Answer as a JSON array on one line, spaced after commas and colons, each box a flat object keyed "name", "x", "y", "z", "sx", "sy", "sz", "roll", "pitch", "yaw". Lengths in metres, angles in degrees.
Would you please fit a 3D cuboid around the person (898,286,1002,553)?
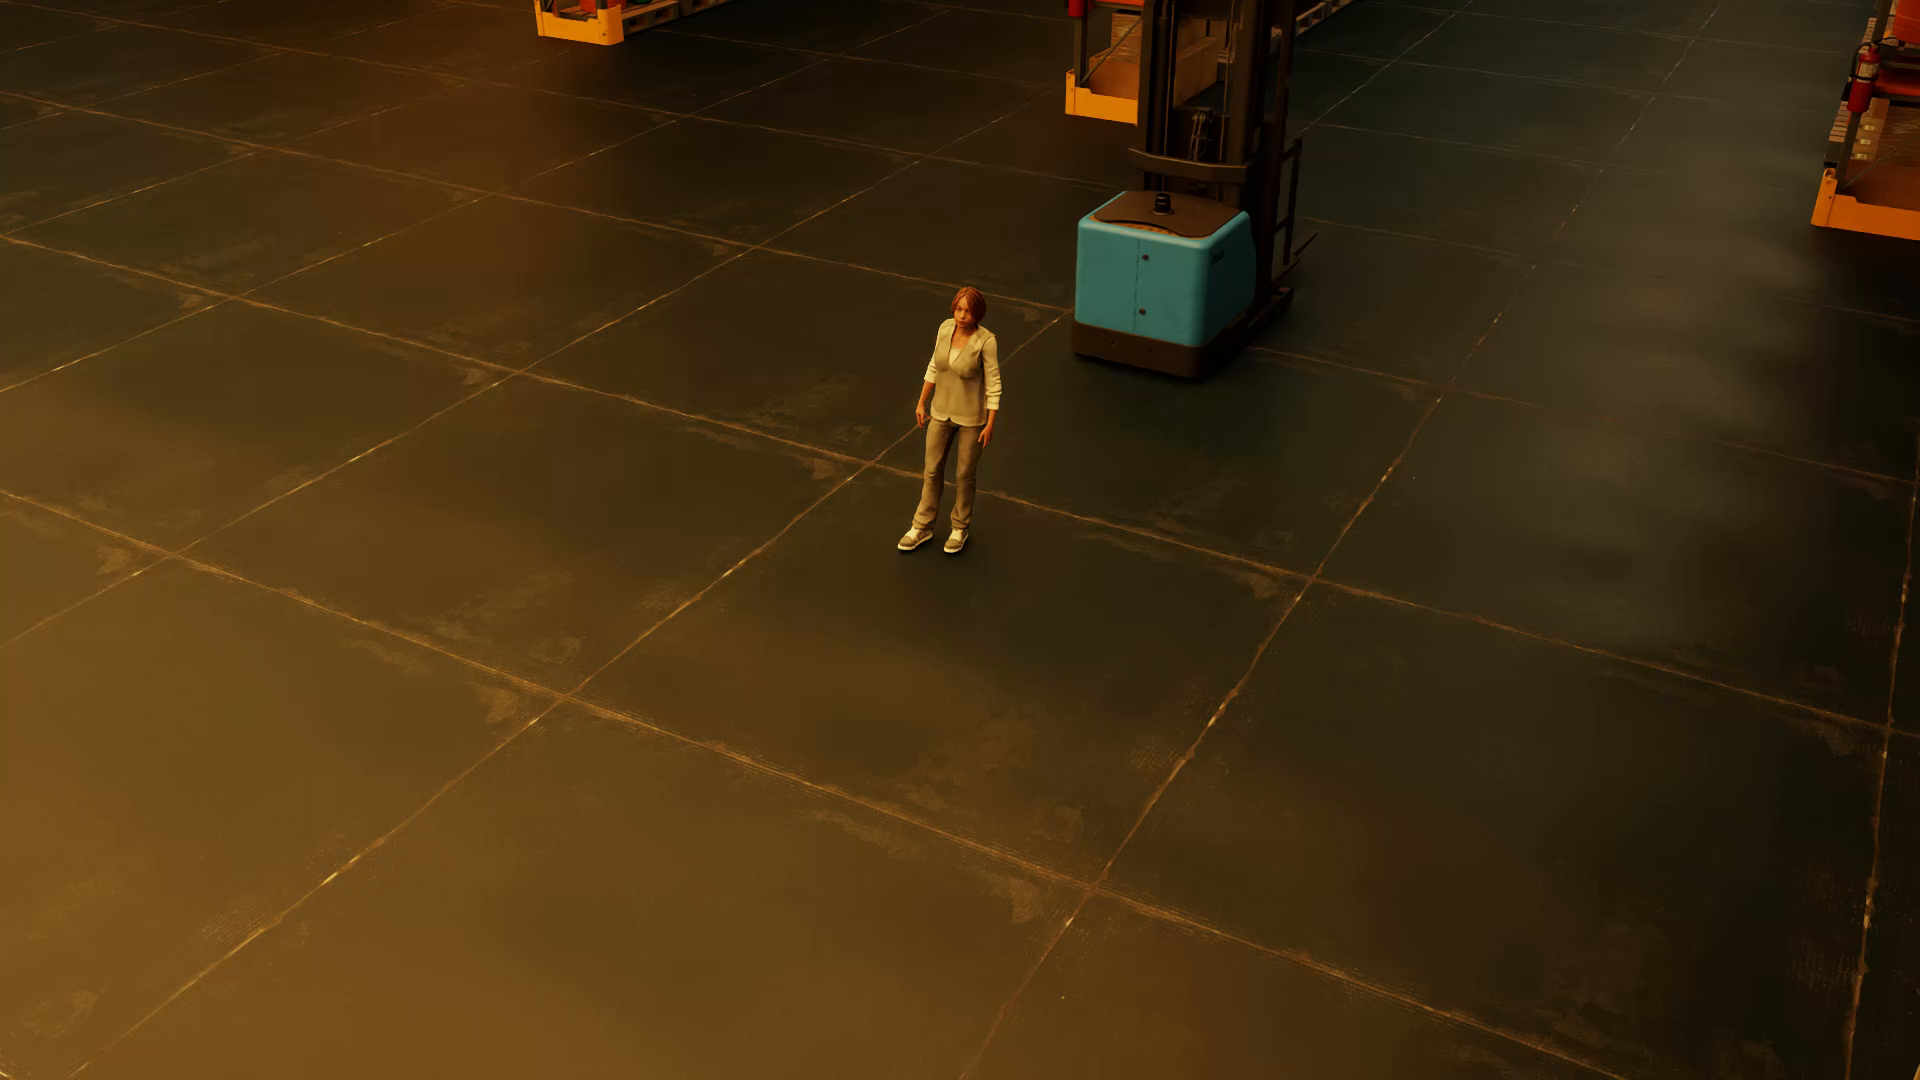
[{"name": "person", "x": -0.048, "y": -0.669, "z": 9.550, "sx": 0.520, "sy": 1.597, "sz": 0.475, "roll": 15, "pitch": 33, "yaw": 25}]

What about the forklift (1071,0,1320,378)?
[{"name": "forklift", "x": 1.994, "y": -3.129, "z": 12.493, "sx": 1.130, "sy": 2.935, "sz": 3.031, "roll": 16, "pitch": 34, "yaw": 26}]
